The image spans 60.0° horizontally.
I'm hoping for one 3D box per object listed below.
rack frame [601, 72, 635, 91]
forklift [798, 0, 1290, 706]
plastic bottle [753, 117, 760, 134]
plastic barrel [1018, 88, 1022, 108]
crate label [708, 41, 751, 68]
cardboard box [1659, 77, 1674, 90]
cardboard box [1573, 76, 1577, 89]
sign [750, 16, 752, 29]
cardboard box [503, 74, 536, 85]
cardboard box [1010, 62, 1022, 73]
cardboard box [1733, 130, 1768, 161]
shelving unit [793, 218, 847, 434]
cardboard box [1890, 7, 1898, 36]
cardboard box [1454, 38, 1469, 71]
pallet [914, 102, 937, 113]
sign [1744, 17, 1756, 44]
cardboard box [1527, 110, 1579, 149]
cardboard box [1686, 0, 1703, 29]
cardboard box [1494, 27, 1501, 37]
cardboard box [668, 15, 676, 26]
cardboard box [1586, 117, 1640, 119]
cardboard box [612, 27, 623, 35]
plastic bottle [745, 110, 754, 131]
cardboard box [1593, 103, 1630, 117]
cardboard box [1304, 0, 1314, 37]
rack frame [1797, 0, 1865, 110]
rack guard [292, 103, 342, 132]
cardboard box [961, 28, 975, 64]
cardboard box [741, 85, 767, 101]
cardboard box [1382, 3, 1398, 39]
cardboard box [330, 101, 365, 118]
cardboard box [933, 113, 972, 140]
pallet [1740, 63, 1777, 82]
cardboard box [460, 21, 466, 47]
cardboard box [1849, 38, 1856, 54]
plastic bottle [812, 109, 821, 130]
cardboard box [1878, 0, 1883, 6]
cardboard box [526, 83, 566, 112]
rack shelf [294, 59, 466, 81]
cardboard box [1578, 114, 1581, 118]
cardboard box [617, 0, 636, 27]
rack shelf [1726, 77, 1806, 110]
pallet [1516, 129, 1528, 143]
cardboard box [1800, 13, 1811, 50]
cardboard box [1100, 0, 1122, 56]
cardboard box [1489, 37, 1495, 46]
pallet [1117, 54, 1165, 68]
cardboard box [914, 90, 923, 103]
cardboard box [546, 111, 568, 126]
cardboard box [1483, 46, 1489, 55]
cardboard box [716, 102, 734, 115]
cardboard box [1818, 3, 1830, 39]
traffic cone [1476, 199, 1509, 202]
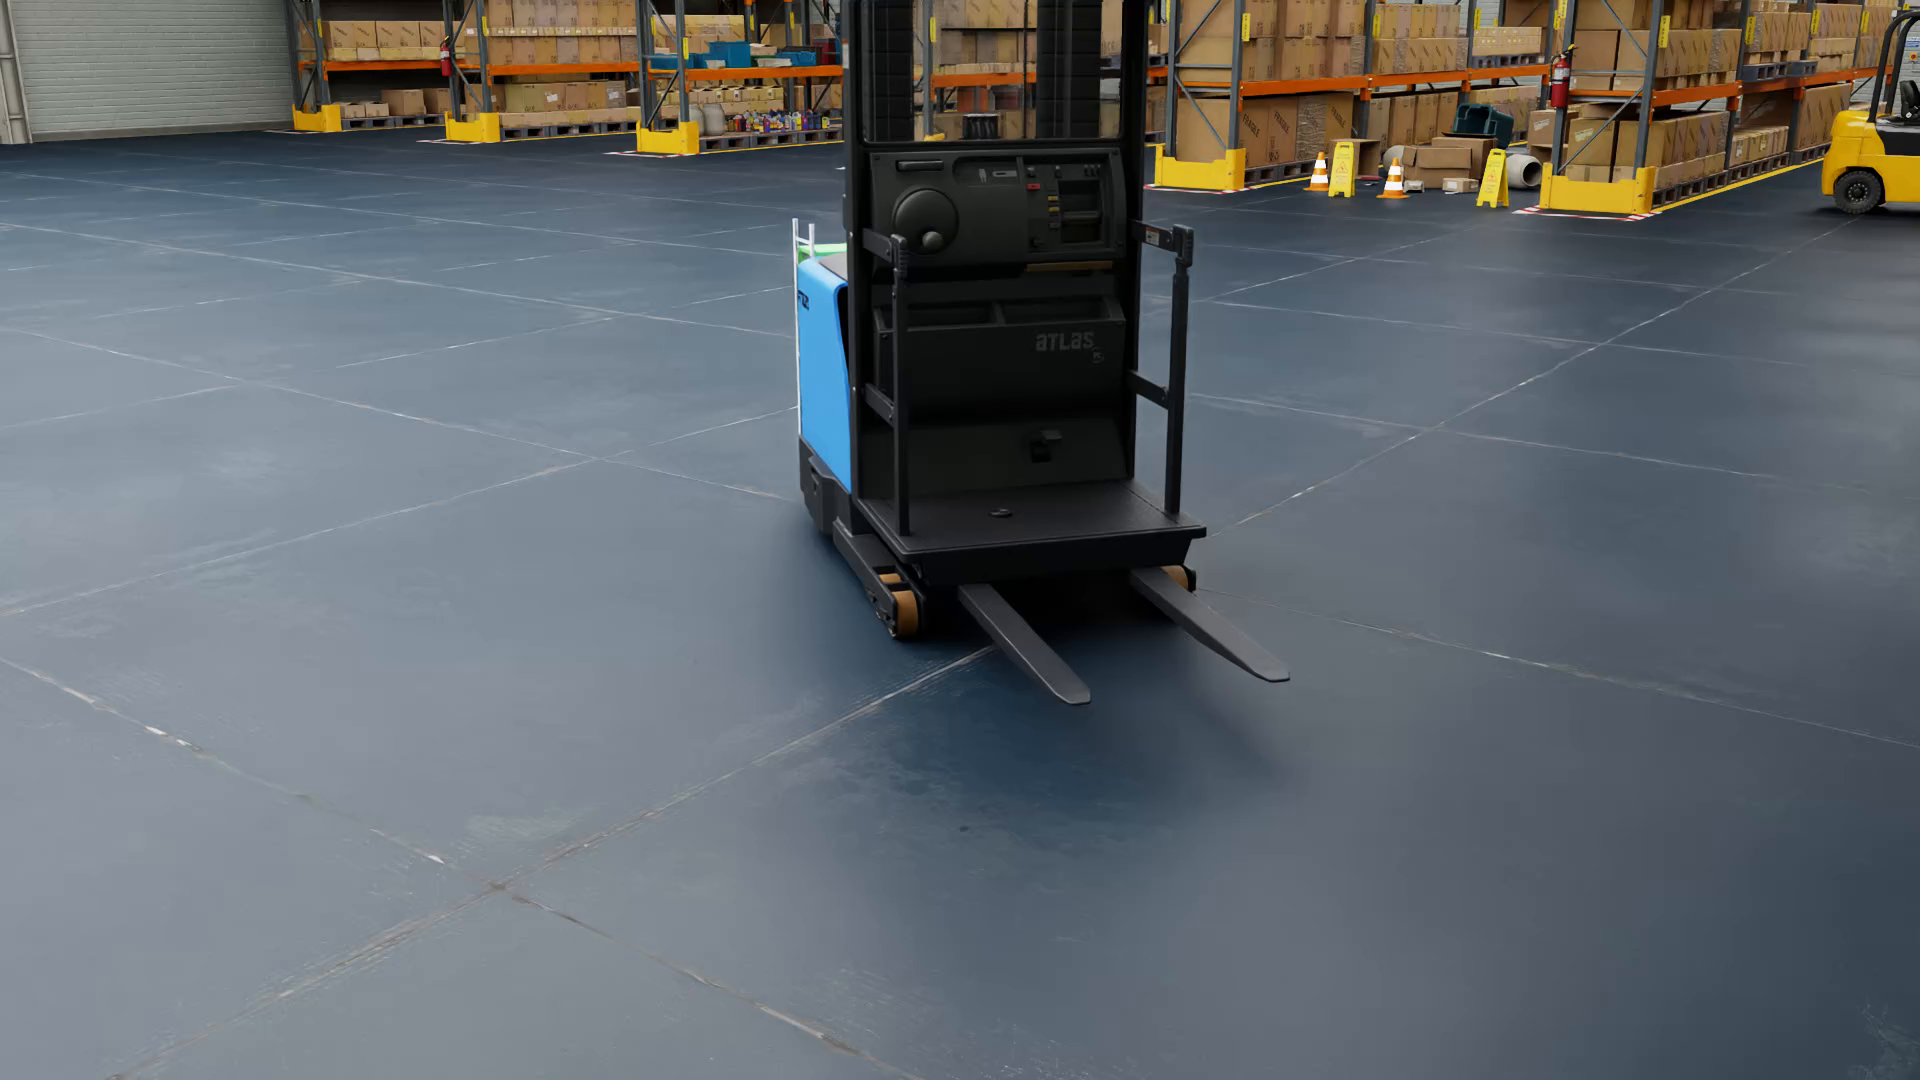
[{"bbox_3d":[-7.989,-11.437,38.565,1.000,3.000,0.127,12,21,35],"label":"rack frame"},{"bbox_3d":[0.204,-1.192,5.692,1.130,2.935,3.031,-5,18,-15],"label":"forklift"},{"bbox_3d":[-3.469,-7.065,28.344,0.097,0.271,0.097,0,17,0],"label":"plastic bottle"},{"bbox_3d":[1.183,-9.237,34.969,0.421,0.512,0.421,0,17,0],"label":"plastic barrel"},{"bbox_3d":[-3.920,-8.284,28.352,0.502,0.435,0.616,12,21,35],"label":"crate label"},{"bbox_3d":[7.868,-5.190,18.873,0.380,0.149,0.250,12,21,33],"label":"cardboard box"},{"bbox_3d":[7.250,-5.241,19.038,0.380,0.149,0.250,12,21,34],"label":"cardboard box"},{"bbox_3d":[-5.164,-12.811,41.172,0.100,0.325,0.005,12,21,35],"label":"sign"},{"bbox_3d":[-9.688,-10.142,36.605,0.500,0.250,0.500,12,21,34],"label":"cardboard box"},{"bbox_3d":[0.764,-7.280,25.604,0.380,0.149,0.250,12,21,35],"label":"cardboard box"},{"bbox_3d":[10.670,-5.516,23.221,0.950,0.372,0.625,13,22,36],"label":"cardboard box"},{"bbox_3d":[-0.454,-0.833,7.452,0.503,1.200,0.258,-8,19,-23],"label":"shelving unit"},{"bbox_3d":[16.287,-9.204,29.520,0.500,0.500,0.500,13,21,35],"label":"cardboard box"},{"bbox_3d":[7.815,-7.803,26.696,0.500,0.500,0.500,12,21,35],"label":"cardboard box"},{"bbox_3d":[-1.215,-10.347,39.757,1.003,0.211,1.213,12,21,35],"label":"pallet"},{"bbox_3d":[9.961,-6.426,20.971,0.100,0.325,0.005,12,21,35],"label":"sign"},{"bbox_3d":[8.073,-5.582,22.650,0.500,0.500,0.500,12,21,35],"label":"cardboard box"},{"bbox_3d":[8.762,-6.590,20.602,0.700,0.500,0.500,13,21,35],"label":"cardboard box"},{"bbox_3d":[8.925,-8.601,28.145,0.380,0.149,0.250,14,22,37],"label":"cardboard box"},{"bbox_3d":[-6.897,-12.305,39.392,0.500,0.250,0.500,13,21,35],"label":"cardboard box"},{"bbox_3d":[7.713,-4.762,19.734,0.500,0.500,0.500,13,22,37],"label":"cardboard box"},{"bbox_3d":[-6.685,-9.743,31.849,0.380,0.149,0.250,12,21,33],"label":"cardboard box"},{"bbox_3d":[-3.707,-7.369,29.191,0.144,0.351,0.185,13,22,37],"label":"plastic bottle"},{"bbox_3d":[7.722,-5.105,19.746,0.380,0.149,0.250,13,21,36],"label":"cardboard box"},{"bbox_3d":[4.261,-7.080,22.461,0.875,0.550,0.500,12,21,35],"label":"cardboard box"},{"bbox_3d":[14.287,-8.012,27.538,1.000,3.000,0.127,12,21,35],"label":"rack frame"},{"bbox_3d":[-12.711,-8.356,32.858,1.175,0.500,0.348,12,21,35],"label":"rack guard"},{"bbox_3d":[-0.270,-7.362,24.772,0.875,0.500,0.500,12,21,35],"label":"cardboard box"},{"bbox_3d":[-4.427,-9.424,35.067,0.500,0.311,0.500,12,21,34],"label":"cardboard box"},{"bbox_3d":[6.081,-7.725,24.758,0.700,0.500,0.500,12,21,34],"label":"cardboard box"},{"bbox_3d":[-12.271,-8.606,33.242,0.500,0.311,0.500,10,20,29],"label":"cardboard box"},{"bbox_3d":[-0.107,-6.206,25.229,0.500,0.500,0.500,-13,22,-36],"label":"cardboard box"},{"bbox_3d":[10.093,-6.172,21.934,1.003,0.211,1.213,12,21,35],"label":"pallet"},{"bbox_3d":[-10.406,-10.613,34.867,0.500,0.500,0.500,12,21,35],"label":"cardboard box"},{"bbox_3d":[14.220,-8.032,27.010,0.500,0.250,0.500,12,21,35],"label":"cardboard box"},{"bbox_3d":[-2.568,-7.474,29.529,0.144,0.351,0.185,12,21,33],"label":"plastic bottle"},{"bbox_3d":[15.606,-9.236,28.531,0.380,0.149,0.250,12,21,35],"label":"cardboard box"},{"bbox_3d":[-7.693,-8.232,30.908,0.500,0.500,0.500,12,21,35],"label":"cardboard box"},{"bbox_3d":[-11.564,-9.664,34.070,1.077,0.370,4.000,12,21,35],"label":"rack shelf"},{"bbox_3d":[11.773,-8.171,32.148,0.380,0.149,0.250,13,21,36],"label":"cardboard box"},{"bbox_3d":[-6.651,-10.170,32.130,0.700,0.500,0.500,13,21,35],"label":"cardboard box"},{"bbox_3d":[10.712,-6.240,23.043,1.077,0.370,4.000,12,21,35],"label":"rack shelf"},{"bbox_3d":[9.789,-7.346,30.093,1.003,0.211,1.213,12,21,35],"label":"pallet"},{"bbox_3d":[11.856,-7.293,23.842,0.500,0.500,0.500,12,21,33],"label":"cardboard box"},{"bbox_3d":[2.147,-8.510,27.420,1.000,1.000,1.000,13,21,35],"label":"cardboard box"},{"bbox_3d":[8.784,-8.402,28.006,0.380,0.149,0.250,13,21,35],"label":"cardboard box"},{"bbox_3d":[2.798,-8.240,28.596,1.003,0.211,1.213,12,21,35],"label":"pallet"},{"bbox_3d":[-1.201,-10.503,39.349,0.500,0.311,0.500,12,21,35],"label":"cardboard box"},{"bbox_3d":[-7.684,-7.871,31.012,0.500,0.250,0.500,12,21,35],"label":"cardboard box"},{"bbox_3d":[8.617,-8.190,27.826,0.380,0.149,0.250,14,22,37],"label":"cardboard box"},{"bbox_3d":[-5.037,-8.916,34.375,0.500,0.250,0.500,13,21,36],"label":"cardboard box"},{"bbox_3d":[12.682,-7.779,24.932,0.500,0.500,0.500,13,21,35],"label":"cardboard box"},{"bbox_3d":[6.357,-4.273,19.774,0.336,0.463,0.334,12,21,35],"label":"traffic cone"}]
